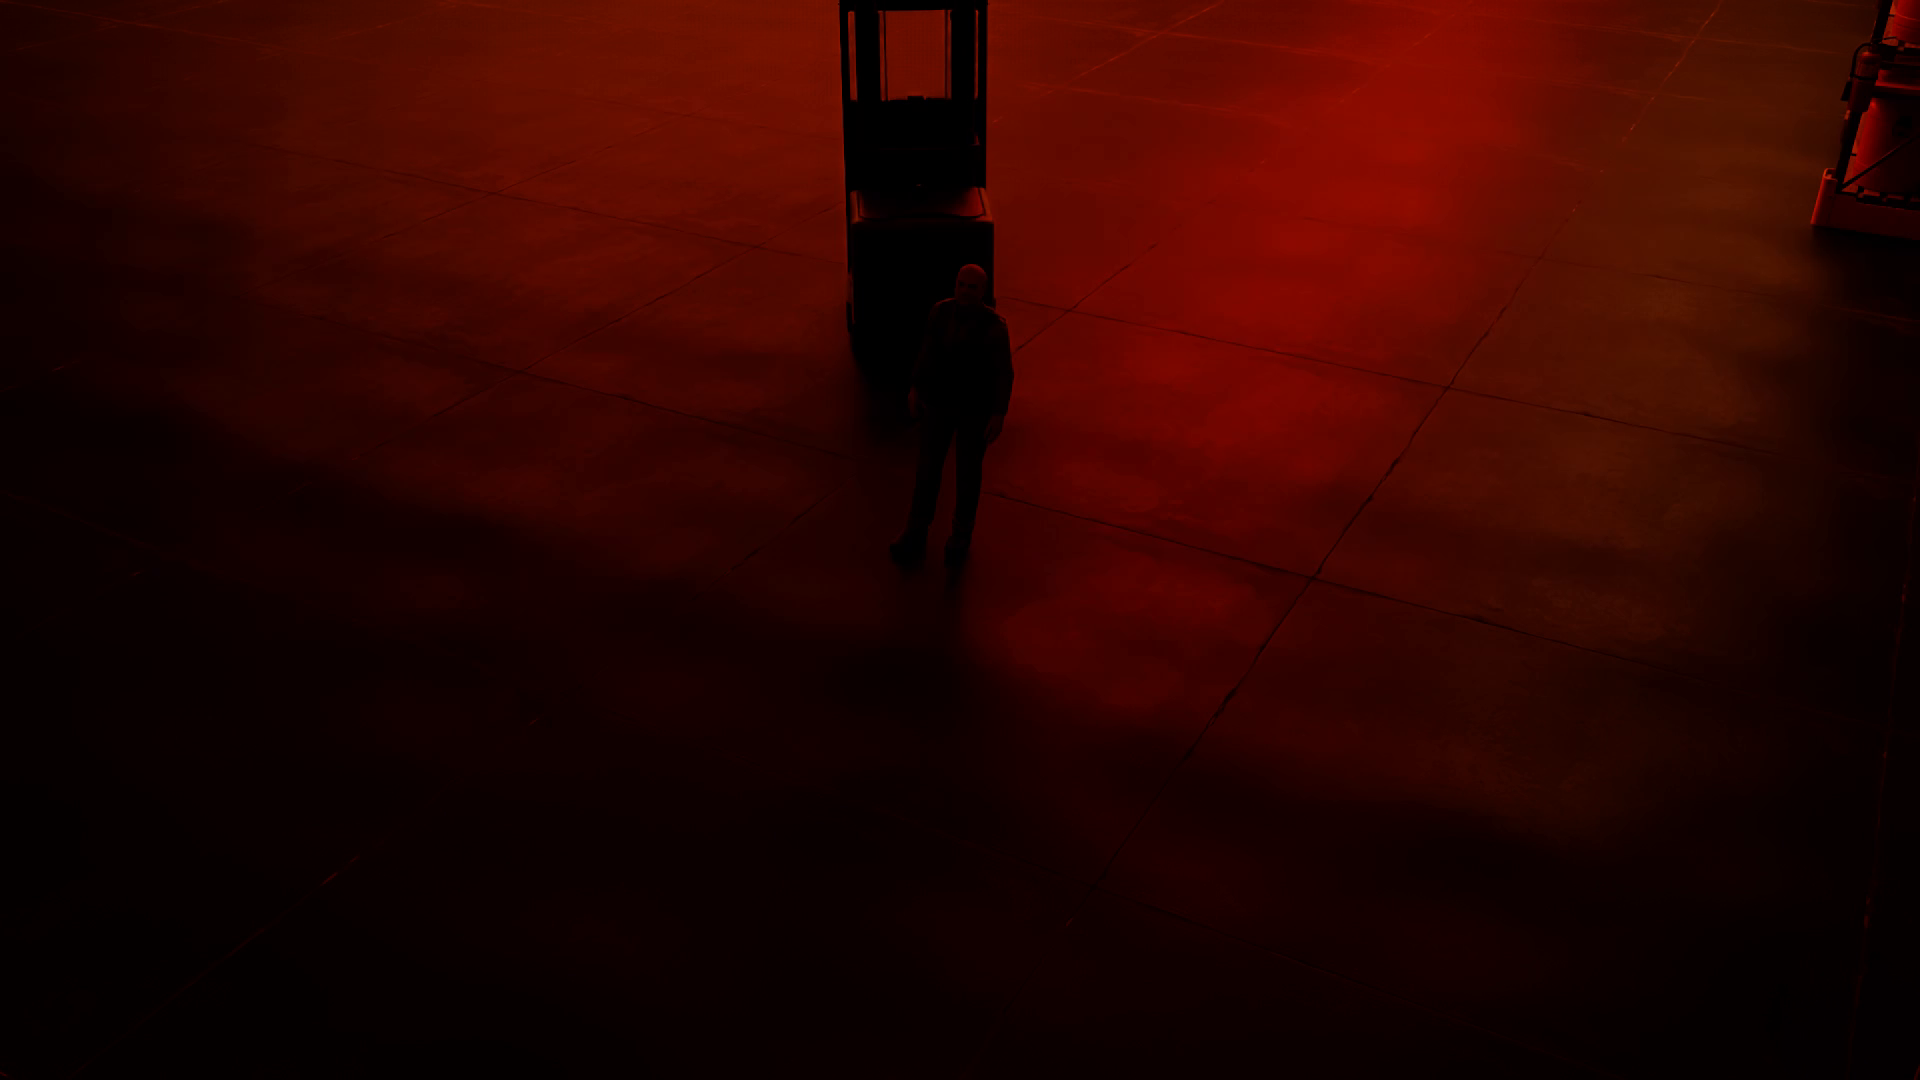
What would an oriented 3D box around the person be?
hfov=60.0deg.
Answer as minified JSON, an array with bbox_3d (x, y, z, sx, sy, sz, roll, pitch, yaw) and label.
[{"bbox_3d":[-0.037,-0.727,9.526,0.632,1.720,0.568,15,33,25],"label":"person"}]

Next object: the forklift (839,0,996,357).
[{"bbox_3d":[-0.363,-3.318,12.820,1.130,2.935,3.031,-2,30,-3],"label":"forklift"}]
